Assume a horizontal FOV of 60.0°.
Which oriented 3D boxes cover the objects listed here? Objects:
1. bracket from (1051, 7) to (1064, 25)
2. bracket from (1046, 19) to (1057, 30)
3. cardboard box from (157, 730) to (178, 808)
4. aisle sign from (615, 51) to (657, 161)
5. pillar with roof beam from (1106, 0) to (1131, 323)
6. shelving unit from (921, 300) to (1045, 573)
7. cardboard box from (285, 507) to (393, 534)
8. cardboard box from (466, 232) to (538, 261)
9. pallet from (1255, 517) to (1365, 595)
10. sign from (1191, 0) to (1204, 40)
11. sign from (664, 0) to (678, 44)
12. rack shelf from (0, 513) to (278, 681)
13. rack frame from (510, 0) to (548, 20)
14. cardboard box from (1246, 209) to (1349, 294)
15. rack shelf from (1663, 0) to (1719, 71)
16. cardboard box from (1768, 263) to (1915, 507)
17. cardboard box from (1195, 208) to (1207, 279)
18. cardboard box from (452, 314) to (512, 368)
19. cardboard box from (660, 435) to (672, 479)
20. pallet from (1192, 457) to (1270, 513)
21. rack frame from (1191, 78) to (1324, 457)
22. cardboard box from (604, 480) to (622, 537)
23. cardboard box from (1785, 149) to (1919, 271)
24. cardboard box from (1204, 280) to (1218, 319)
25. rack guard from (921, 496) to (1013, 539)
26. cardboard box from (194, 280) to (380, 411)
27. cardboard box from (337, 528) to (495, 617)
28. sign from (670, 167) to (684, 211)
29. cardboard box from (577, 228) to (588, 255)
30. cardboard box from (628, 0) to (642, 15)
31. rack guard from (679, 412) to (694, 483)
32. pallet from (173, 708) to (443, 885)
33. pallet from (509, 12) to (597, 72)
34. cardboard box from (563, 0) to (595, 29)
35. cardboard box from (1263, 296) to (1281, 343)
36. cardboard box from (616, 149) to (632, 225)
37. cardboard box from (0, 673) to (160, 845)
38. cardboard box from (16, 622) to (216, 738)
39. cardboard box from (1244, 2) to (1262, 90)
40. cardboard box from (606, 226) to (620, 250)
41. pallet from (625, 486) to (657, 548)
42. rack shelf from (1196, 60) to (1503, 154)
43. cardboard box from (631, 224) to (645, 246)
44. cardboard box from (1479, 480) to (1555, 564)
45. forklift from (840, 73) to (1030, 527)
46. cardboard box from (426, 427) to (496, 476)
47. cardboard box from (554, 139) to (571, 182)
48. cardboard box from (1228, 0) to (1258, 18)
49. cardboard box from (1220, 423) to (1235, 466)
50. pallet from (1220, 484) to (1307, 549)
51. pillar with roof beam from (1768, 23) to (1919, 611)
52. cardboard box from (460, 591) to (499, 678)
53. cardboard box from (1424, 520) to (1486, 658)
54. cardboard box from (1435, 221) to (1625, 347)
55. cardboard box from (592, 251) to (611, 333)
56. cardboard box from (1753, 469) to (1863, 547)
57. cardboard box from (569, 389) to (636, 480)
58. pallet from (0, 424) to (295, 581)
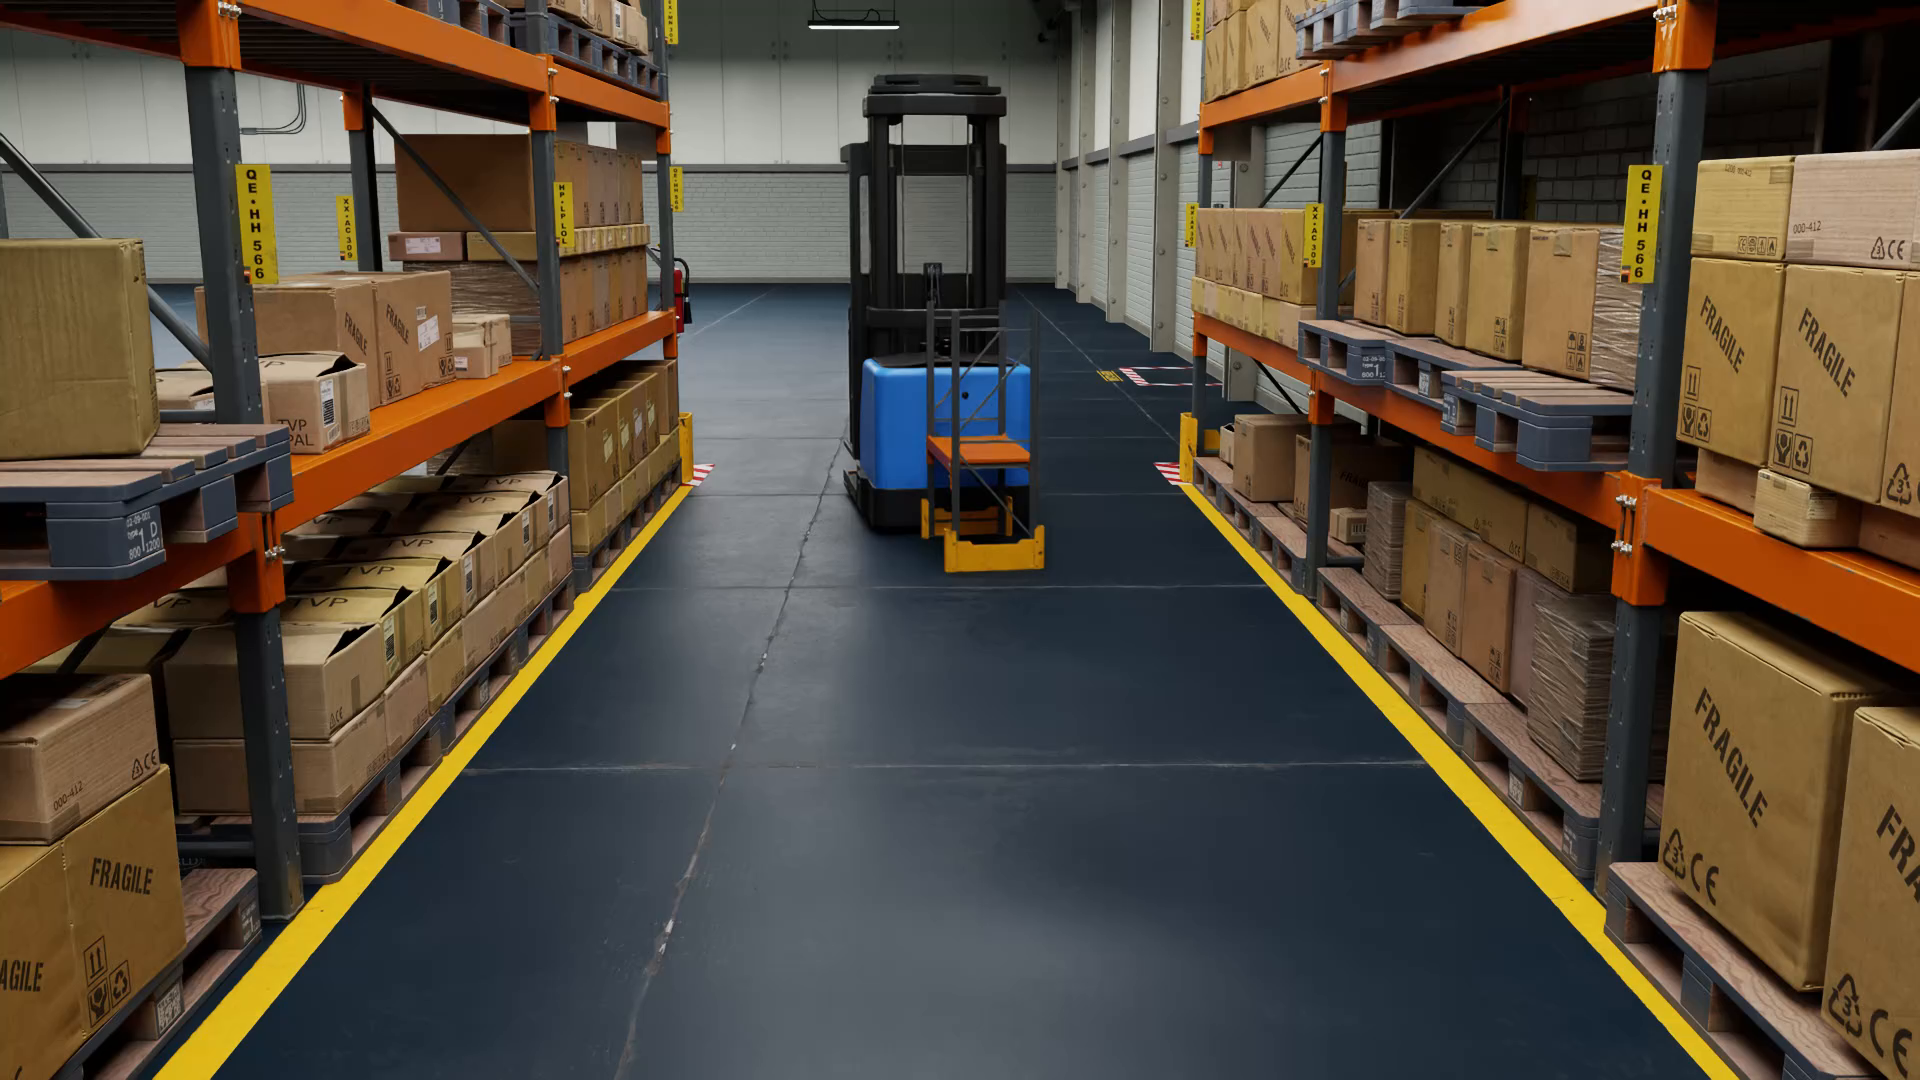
[{"bbox_3d":[2.261,-11.888,37.471,0.076,0.066,4.783,0,11,-1],"label":"bracket"},{"bbox_3d":[2.207,-12.400,39.996,0.235,0.232,0.430,0,11,-1],"label":"bracket"},{"bbox_3d":[-2.748,0.697,5.437,0.500,0.250,0.500,0,11,0],"label":"cardboard box"},{"bbox_3d":[-2.366,-3.219,12.345,0.394,0.787,0.004,0,11,-1],"label":"aisle sign"},{"bbox_3d":[-1.503,-8.317,28.922,9.100,9.000,0.400,0,11,-1],"label":"pillar with roof beam"},{"bbox_3d":[0.122,-0.658,10.032,0.587,1.500,1.083,-2,12,-9],"label":"shelving unit"},{"bbox_3d":[-2.799,0.017,7.382,0.500,0.311,0.500,-1,11,-3],"label":"cardboard box"},{"bbox_3d":[-2.388,-1.557,8.807,0.380,0.149,0.250,0,11,-1],"label":"cardboard box"},{"bbox_3d":[2.328,0.076,9.653,1.003,0.211,1.213,0,11,-1],"label":"pallet"},{"bbox_3d":[1.752,-3.848,12.241,0.100,0.325,0.005,0,11,-1],"label":"sign"},{"bbox_3d":[-2.116,-3.796,12.152,0.100,0.325,0.005,0,11,-1],"label":"sign"},{"bbox_3d":[-2.452,0.409,2.807,1.077,0.370,4.000,0,11,-1],"label":"rack shelf"},{"bbox_3d":[-2.576,-4.076,8.018,1.000,3.000,0.127,0,11,-1],"label":"rack frame"},{"bbox_3d":[2.042,-1.753,10.096,0.500,0.500,0.500,-1,11,-3],"label":"cardboard box"},{"bbox_3d":[2.501,-1.082,2.612,1.077,0.370,4.000,0,11,-1],"label":"rack shelf"},{"bbox_3d":[2.215,-0.365,3.763,0.500,0.500,0.500,0,11,1],"label":"cardboard box"},{"bbox_3d":[2.004,-2.160,12.102,0.500,0.500,0.500,0,11,-1],"label":"cardboard box"},{"bbox_3d":[-2.522,-0.965,8.147,0.500,0.250,0.500,0,11,2],"label":"cardboard box"},{"bbox_3d":[-2.330,-0.585,11.756,0.500,0.250,0.500,0,11,-1],"label":"cardboard box"},{"bbox_3d":[2.277,-0.409,12.043,1.003,0.211,1.213,0,11,-1],"label":"pallet"},{"bbox_3d":[2.294,-1.952,12.637,1.000,3.000,0.127,0,11,-1],"label":"rack frame"},{"bbox_3d":[-2.287,-0.187,9.796,0.500,0.250,0.500,0,11,-1],"label":"cardboard box"},{"bbox_3d":[2.223,-0.736,3.706,0.500,0.250,0.500,0,11,-2],"label":"cardboard box"},{"bbox_3d":[2.012,-1.687,11.657,0.500,0.250,0.500,-1,11,-3],"label":"cardboard box"},{"bbox_3d":[0.044,-0.144,10.638,0.587,0.250,0.087,-2,12,-9],"label":"rack guard"},{"bbox_3d":[-2.544,-0.723,6.329,0.500,0.500,0.500,-1,11,-4],"label":"cardboard box"},{"bbox_3d":[-2.249,0.113,6.908,0.500,0.311,0.500,0,11,-2],"label":"cardboard box"},{"bbox_3d":[-2.116,-2.614,12.392,0.100,0.325,0.005,0,11,-1],"label":"sign"},{"bbox_3d":[-2.410,-1.760,9.808,0.380,0.149,0.250,-1,11,-3],"label":"cardboard box"},{"bbox_3d":[-2.651,-3.612,11.606,0.797,0.503,0.637,1,11,3],"label":"cardboard box"},{"bbox_3d":[-2.659,-0.711,12.805,1.175,0.500,0.348,0,11,-1],"label":"rack guard"},{"bbox_3d":[-2.471,0.862,5.779,1.003,0.211,1.213,0,11,-1],"label":"pallet"},{"bbox_3d":[-2.619,-2.732,9.160,1.003,0.211,1.213,0,11,-1],"label":"pallet"},{"bbox_3d":[-2.334,-3.045,9.297,0.500,0.311,0.500,-1,12,-4],"label":"cardboard box"},{"bbox_3d":[2.062,-1.285,9.677,0.500,0.250,0.500,0,11,-1],"label":"cardboard box"},{"bbox_3d":[-2.644,-2.408,11.370,0.700,0.500,0.500,-1,11,-3],"label":"cardboard box"},{"bbox_3d":[-2.234,0.497,3.858,0.500,0.250,0.500,0,11,1],"label":"cardboard box"},{"bbox_3d":[-2.750,0.423,5.379,0.500,0.311,0.500,0,11,0],"label":"cardboard box"},{"bbox_3d":[2.074,-3.097,10.434,0.500,0.500,0.500,0,11,2],"label":"cardboard box"},{"bbox_3d":[-2.432,-1.965,10.820,0.380,0.149,0.250,0,11,0],"label":"cardboard box"},{"bbox_3d":[-2.578,-0.171,10.870,1.003,0.211,1.213,0,11,-1],"label":"pallet"},{"bbox_3d":[2.336,-2.672,10.451,1.077,0.370,4.000,0,11,-1],"label":"rack shelf"},{"bbox_3d":[-2.453,-2.171,11.832,0.380,0.149,0.250,0,11,0],"label":"cardboard box"},{"bbox_3d":[2.428,-0.079,6.697,0.500,0.250,0.500,0,11,-1],"label":"cardboard box"},{"bbox_3d":[-0.261,-1.763,11.877,1.130,2.935,3.031,-2,12,-9],"label":"forklift"},{"bbox_3d":[-2.802,-0.552,9.711,0.500,0.500,0.500,0,11,-1],"label":"cardboard box"},{"bbox_3d":[-2.603,-2.009,9.405,0.700,0.500,0.500,0,11,-1],"label":"cardboard box"},{"bbox_3d":[2.041,-3.692,10.851,0.500,0.500,0.500,0,11,0],"label":"cardboard box"},{"bbox_3d":[2.219,-0.712,12.181,0.500,0.311,0.500,-2,12,-8],"label":"cardboard box"},{"bbox_3d":[2.300,-0.167,10.851,1.003,0.211,1.213,0,11,-1],"label":"pallet"},{"bbox_3d":[-1.007,-3.546,5.406,9.100,9.000,0.400,0,11,-1],"label":"pillar with roof beam"},{"bbox_3d":[-2.248,0.390,6.950,0.500,0.250,0.500,0,11,0],"label":"cardboard box"},{"bbox_3d":[2.440,0.203,7.196,0.700,0.500,0.500,0,11,-1],"label":"cardboard box"},{"bbox_3d":[2.403,-1.078,6.973,0.700,0.500,0.500,1,12,7],"label":"cardboard box"},{"bbox_3d":[-2.627,-1.580,10.549,0.700,0.500,0.500,0,11,1],"label":"cardboard box"},{"bbox_3d":[2.152,-0.079,3.985,0.380,0.149,0.250,0,11,1],"label":"cardboard box"},{"bbox_3d":[-2.293,-0.654,10.212,0.500,0.500,0.500,0,11,-1],"label":"cardboard box"},{"bbox_3d":[-2.409,-0.112,4.051,1.213,0.211,1.003,0,11,-1],"label":"pallet"}]
